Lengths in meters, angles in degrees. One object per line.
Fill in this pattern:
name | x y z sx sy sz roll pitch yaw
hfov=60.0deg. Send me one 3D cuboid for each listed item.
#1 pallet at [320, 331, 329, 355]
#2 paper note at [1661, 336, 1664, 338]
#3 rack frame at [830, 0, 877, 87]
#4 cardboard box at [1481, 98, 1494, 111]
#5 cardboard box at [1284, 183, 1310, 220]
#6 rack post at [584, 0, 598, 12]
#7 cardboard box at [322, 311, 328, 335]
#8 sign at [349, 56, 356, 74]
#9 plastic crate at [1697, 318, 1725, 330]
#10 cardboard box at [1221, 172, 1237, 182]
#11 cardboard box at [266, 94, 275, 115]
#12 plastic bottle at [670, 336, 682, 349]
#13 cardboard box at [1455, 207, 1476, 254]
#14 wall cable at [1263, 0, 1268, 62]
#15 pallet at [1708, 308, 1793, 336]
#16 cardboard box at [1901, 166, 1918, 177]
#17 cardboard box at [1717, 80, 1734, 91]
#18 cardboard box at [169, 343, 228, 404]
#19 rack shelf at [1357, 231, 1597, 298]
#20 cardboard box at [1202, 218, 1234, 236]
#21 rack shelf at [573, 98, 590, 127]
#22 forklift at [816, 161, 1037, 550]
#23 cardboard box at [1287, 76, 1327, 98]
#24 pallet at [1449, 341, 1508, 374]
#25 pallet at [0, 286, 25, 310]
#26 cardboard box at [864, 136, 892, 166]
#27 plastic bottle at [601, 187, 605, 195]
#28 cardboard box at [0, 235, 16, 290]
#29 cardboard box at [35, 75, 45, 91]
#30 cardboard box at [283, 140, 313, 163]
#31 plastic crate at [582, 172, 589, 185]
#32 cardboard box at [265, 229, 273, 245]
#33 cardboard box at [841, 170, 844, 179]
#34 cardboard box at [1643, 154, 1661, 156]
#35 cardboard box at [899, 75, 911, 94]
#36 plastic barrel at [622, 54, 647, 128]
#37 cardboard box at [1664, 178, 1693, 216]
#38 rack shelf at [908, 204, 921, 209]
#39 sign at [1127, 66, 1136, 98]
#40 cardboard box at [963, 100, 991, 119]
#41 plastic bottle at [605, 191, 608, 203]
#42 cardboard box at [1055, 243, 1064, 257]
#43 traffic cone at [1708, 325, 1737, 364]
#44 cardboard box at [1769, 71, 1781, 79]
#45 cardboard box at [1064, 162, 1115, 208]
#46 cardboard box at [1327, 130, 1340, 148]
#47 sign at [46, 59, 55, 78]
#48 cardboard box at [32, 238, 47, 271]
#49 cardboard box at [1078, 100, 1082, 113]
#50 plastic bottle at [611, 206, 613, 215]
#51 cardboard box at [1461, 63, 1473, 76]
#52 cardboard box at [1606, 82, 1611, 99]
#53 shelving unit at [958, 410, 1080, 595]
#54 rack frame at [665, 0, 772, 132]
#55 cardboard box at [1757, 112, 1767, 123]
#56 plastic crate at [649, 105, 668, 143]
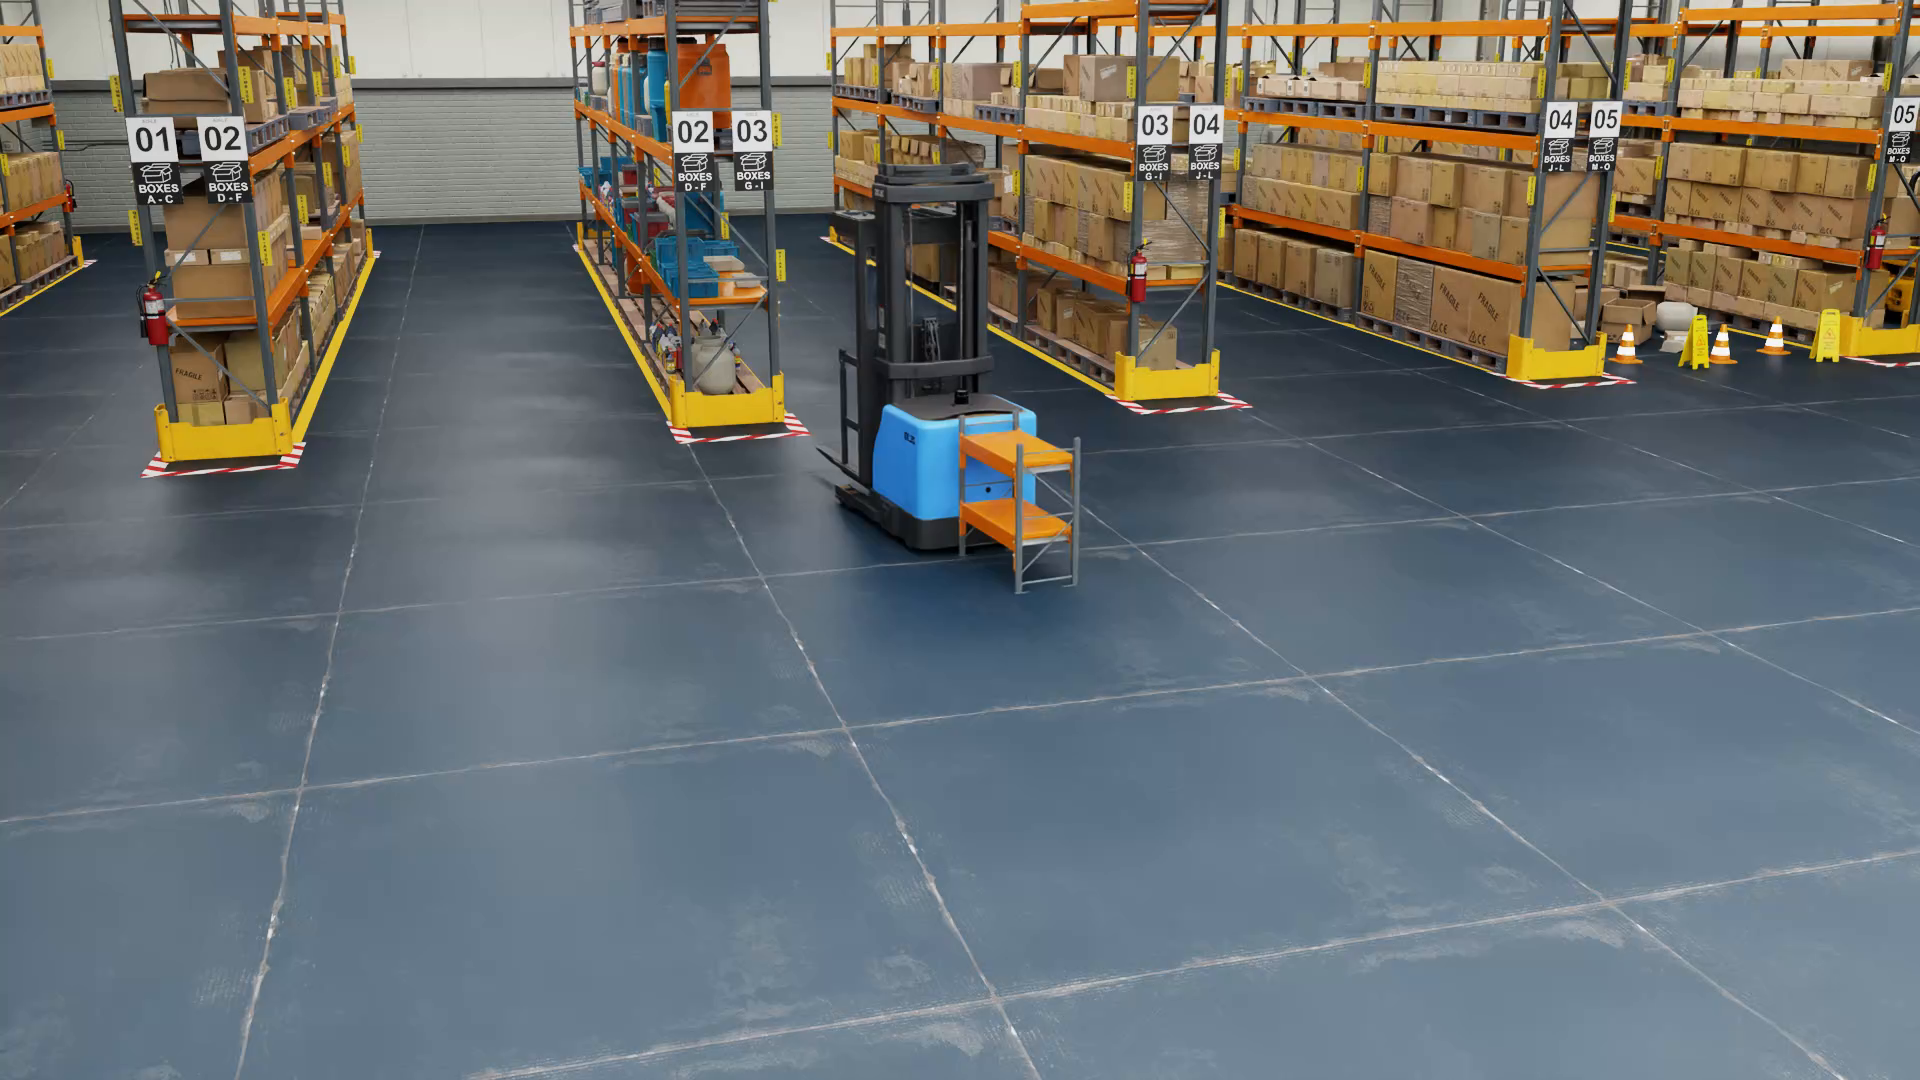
pallet | -8.834 -2.594 21.719 1.003 0.211 1.213 -5 17 -15
paper note | 9.636 -2.773 22.650 0.148 0.019 0.142 1 17 4
rack frame | -2.027 -10.365 32.315 1.000 3.000 0.127 -5 17 -15
cardboard box | 6.541 -5.271 20.106 0.380 0.149 0.250 -5 17 -15
cardboard box | 5.247 -5.127 25.134 0.500 0.500 0.500 -5 17 -16
rack post | -5.489 -8.595 26.555 0.937 0.300 0.954 -5 17 -16
cardboard box | -8.551 -2.831 21.712 0.500 0.250 0.500 -4 17 -14
sign | -11.014 -8.608 30.143 0.100 0.325 0.005 -5 17 -15
plastic crate | 10.442 -3.058 23.495 0.402 0.080 0.583 -12 20 -34
cardboard box | 4.395 -5.967 27.292 0.380 0.149 0.250 -4 17 -14
cardboard box | -8.415 -5.127 19.624 0.500 0.250 0.500 -3 17 -9
plastic bottle | -3.364 -2.280 19.798 0.152 0.276 0.135 -5 17 -15
cardboard box | 6.816 -3.916 21.015 0.875 0.550 0.550 -5 17 -15
wall cable | 6.391 -12.758 40.283 2.355 3.000 0.029 -5 17 -15
pallet | 11.357 -3.099 23.403 1.003 0.211 1.213 -5 17 -15
cardboard box | 15.175 -5.855 26.428 0.380 0.149 0.250 -5 17 -16
cardboard box | 10.782 -6.323 23.124 0.380 0.149 0.250 -5 17 -16
cardboard box | -7.589 -1.652 16.484 0.500 0.500 0.500 -5 17 -15
rack shelf | 6.617 -3.639 21.602 1.077 0.370 4.000 -5 17 -15
cardboard box | 4.379 -5.313 28.238 0.500 0.250 0.500 -4 17 -14
rack shelf | -6.240 -7.639 29.705 1.077 0.370 4.000 -5 17 -15
forklift | -0.436 -1.709 14.047 1.130 2.935 3.031 -7 18 -23
cardboard box | 5.234 -6.788 24.872 0.500 0.311 0.500 -5 17 -16
pallet | 6.872 -2.310 20.774 1.003 0.211 1.213 -5 17 -15
pallet | -14.931 -3.667 25.294 1.003 0.211 1.213 -5 17 -15
cardboard box | -1.445 -7.060 30.181 0.500 0.500 0.500 -5 17 -15
plastic bottle | -5.823 -5.638 27.233 0.097 0.271 0.097 0 17 0
cardboard box | -14.912 -4.212 25.268 0.750 0.750 0.750 -4 17 -15
cardboard box | -15.858 -7.749 28.178 0.500 0.250 0.500 -4 17 -14
cardboard box | -10.842 -6.249 27.130 0.500 0.500 0.500 -5 17 -15
plastic crate | -6.676 -6.590 30.364 0.416 0.233 0.300 -5 17 -15
cardboard box | -7.478 -3.193 17.567 0.380 0.149 0.250 -5 17 -15
cardboard box | -2.104 -7.105 32.329 0.380 0.149 0.250 -5 17 -17
cardboard box | 10.685 -5.776 26.046 0.500 0.500 0.500 -5 17 -16
cardboard box | -0.713 -7.670 27.982 0.500 0.311 0.500 -5 18 -17
plastic barrel | -4.020 -5.762 21.334 0.600 0.901 0.600 0 17 0
cardboard box | 10.652 -5.002 24.201 0.500 0.500 0.500 -5 17 -15
rack shelf | -0.378 -5.488 27.757 1.077 0.370 4.000 -5 17 -15
sign | 1.831 -4.888 17.758 0.100 0.325 0.005 -5 17 -15
cardboard box | 0.347 -6.210 23.958 0.500 0.250 0.500 -4 17 -14
plastic bottle | -5.605 -5.419 26.503 0.097 0.271 0.097 0 17 0
cardboard box | 1.408 -3.625 20.743 0.380 0.149 0.250 -5 17 -15
traffic cone | 9.566 -2.470 20.869 0.336 0.463 0.334 -5 17 -15
cardboard box | 14.636 -8.278 29.632 0.380 0.149 0.250 -5 18 -17
cardboard box | 1.574 -4.283 20.068 0.500 0.500 0.500 -5 17 -15
cardboard box | 7.795 -8.225 33.707 0.500 0.500 0.500 -5 17 -15
sign | -15.789 -8.179 28.850 0.100 0.325 0.005 -5 17 -15
cardboard box | -15.596 -4.711 27.535 0.700 0.500 0.500 -4 17 -14
cardboard box | 1.612 -5.114 19.616 0.380 0.149 0.250 -6 18 -18
plastic bottle | -5.270 -5.048 25.389 0.097 0.201 0.097 0 17 0
cardboard box | 6.399 -5.795 20.464 0.380 0.149 0.250 -5 17 -16
cardboard box | 10.226 -6.953 25.703 0.500 0.250 0.500 -4 17 -15
shelving unit | 0.430 -0.304 12.510 0.538 1.125 1.048 -7 18 -23
rack frame | -2.392 -5.548 16.278 1.000 3.000 0.127 -5 17 -15
cardboard box | 11.073 -5.739 22.567 0.380 0.149 0.250 -5 17 -15
plastic crate | -3.206 -4.607 18.389 0.392 0.384 0.575 -5 17 -15
